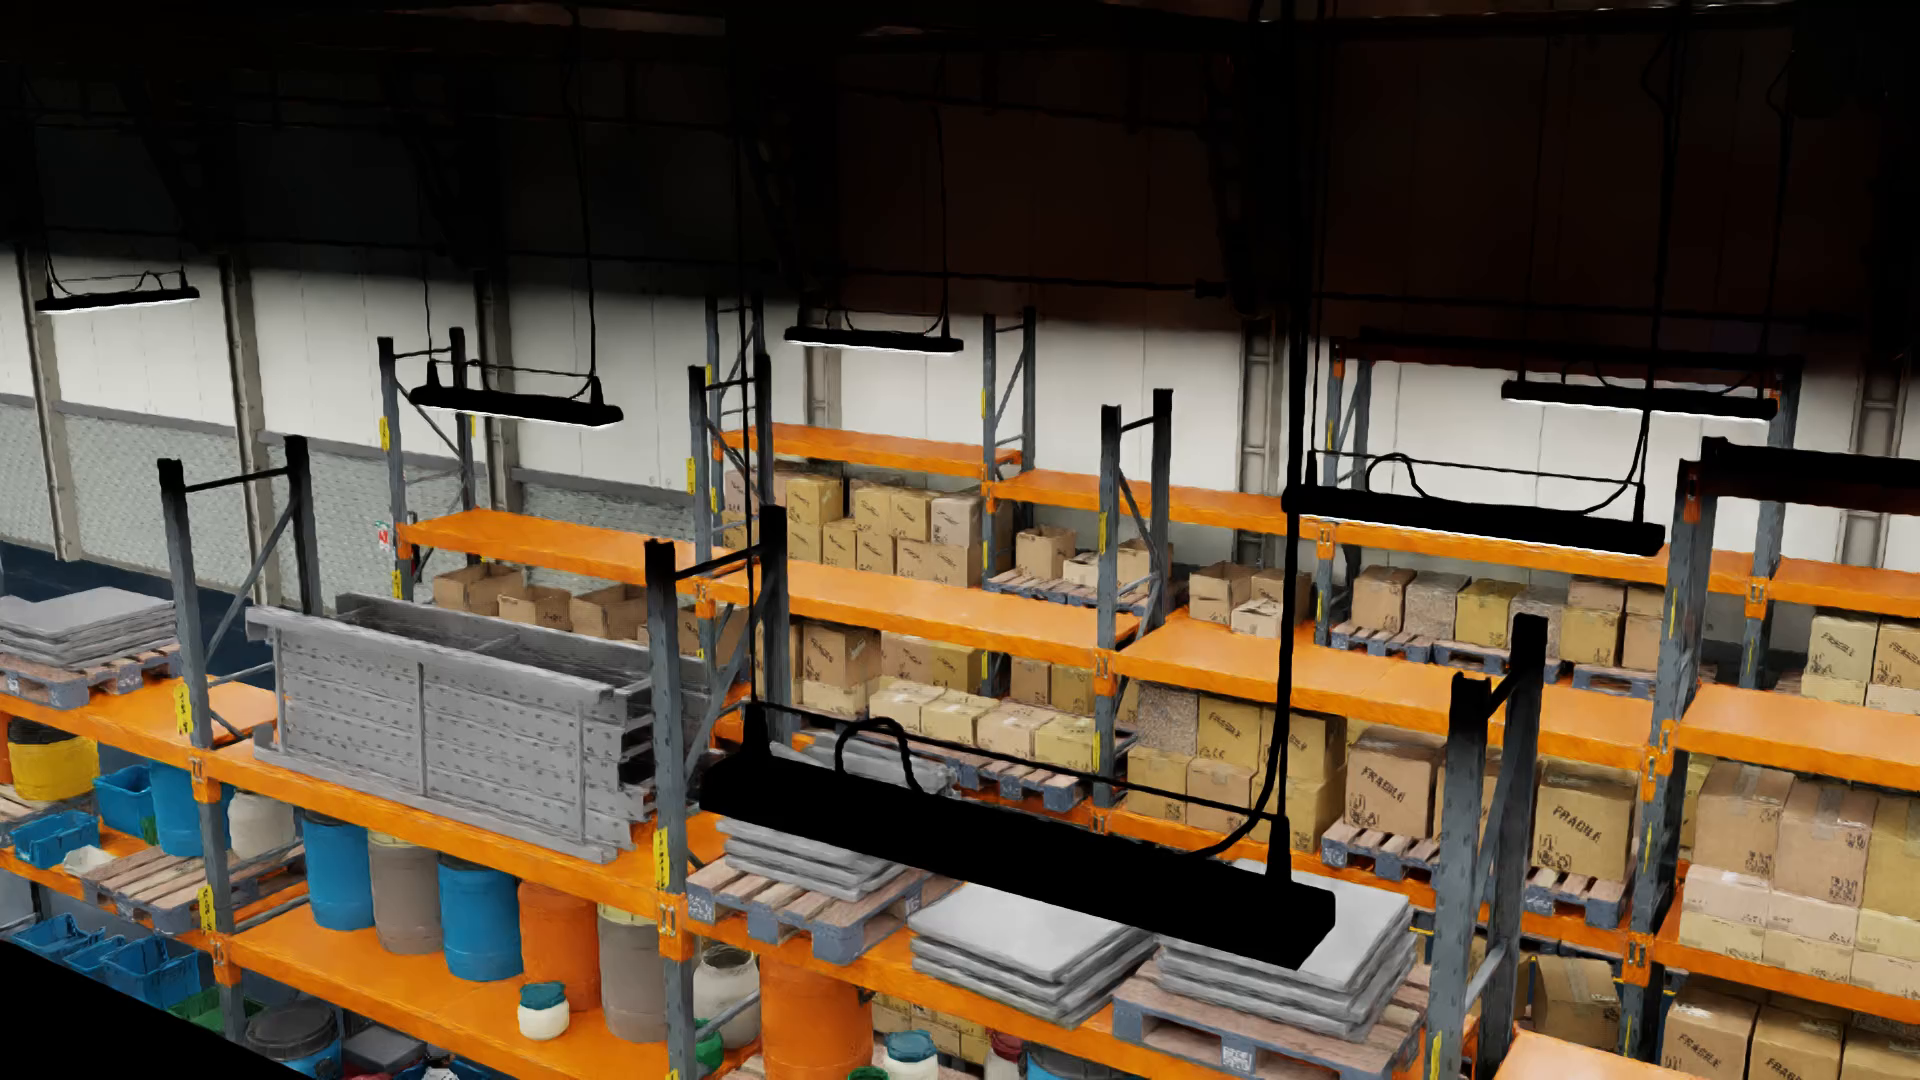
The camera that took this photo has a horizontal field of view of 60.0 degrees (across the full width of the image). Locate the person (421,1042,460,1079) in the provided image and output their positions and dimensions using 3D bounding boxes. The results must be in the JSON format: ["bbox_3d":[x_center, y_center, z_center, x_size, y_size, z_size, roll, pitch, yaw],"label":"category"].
[{"bbox_3d":[-3.645,4.264,11.718,0.558,1.660,0.499,6,15,23],"label":"person"}]
